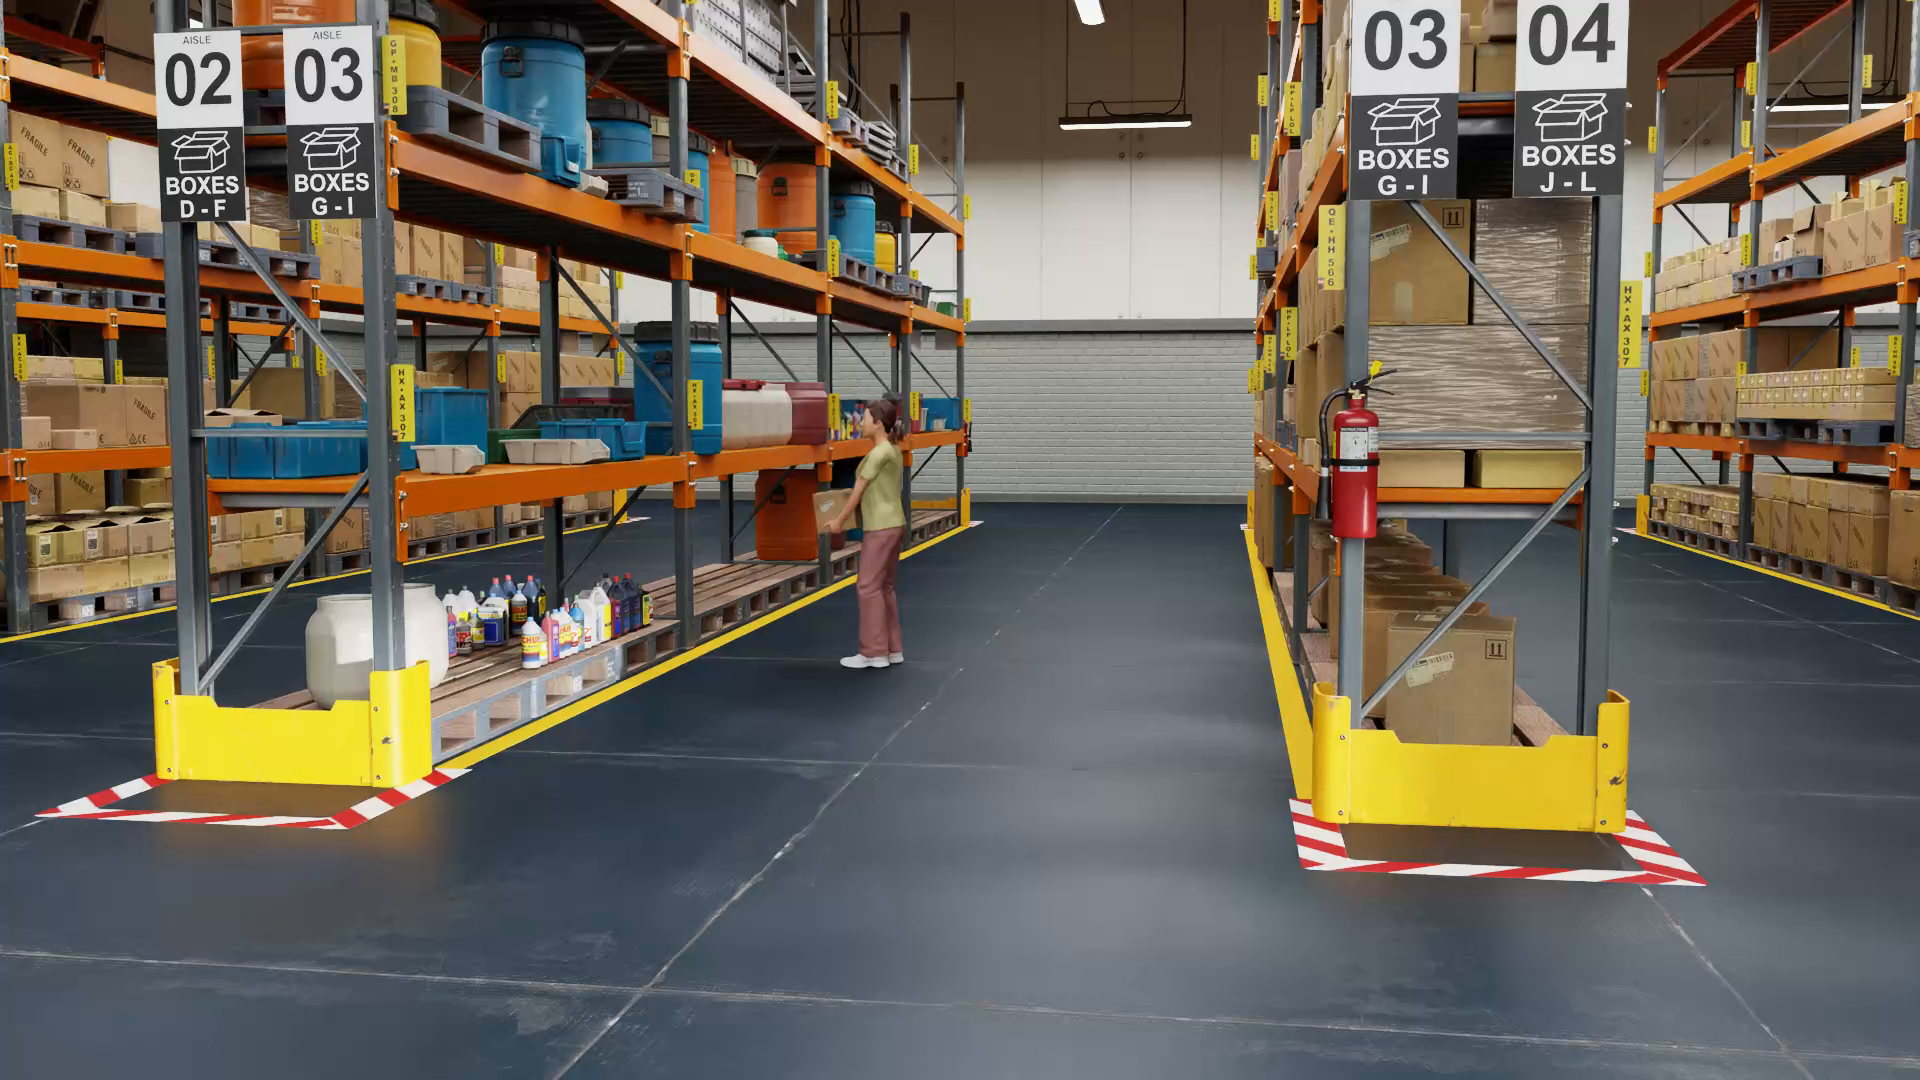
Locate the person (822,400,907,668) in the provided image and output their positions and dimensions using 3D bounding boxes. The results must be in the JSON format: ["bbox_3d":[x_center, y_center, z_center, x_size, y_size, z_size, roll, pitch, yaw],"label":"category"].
[{"bbox_3d":[-0.585,-0.038,10.416,0.514,1.669,0.406,1,5,8],"label":"person"}]
